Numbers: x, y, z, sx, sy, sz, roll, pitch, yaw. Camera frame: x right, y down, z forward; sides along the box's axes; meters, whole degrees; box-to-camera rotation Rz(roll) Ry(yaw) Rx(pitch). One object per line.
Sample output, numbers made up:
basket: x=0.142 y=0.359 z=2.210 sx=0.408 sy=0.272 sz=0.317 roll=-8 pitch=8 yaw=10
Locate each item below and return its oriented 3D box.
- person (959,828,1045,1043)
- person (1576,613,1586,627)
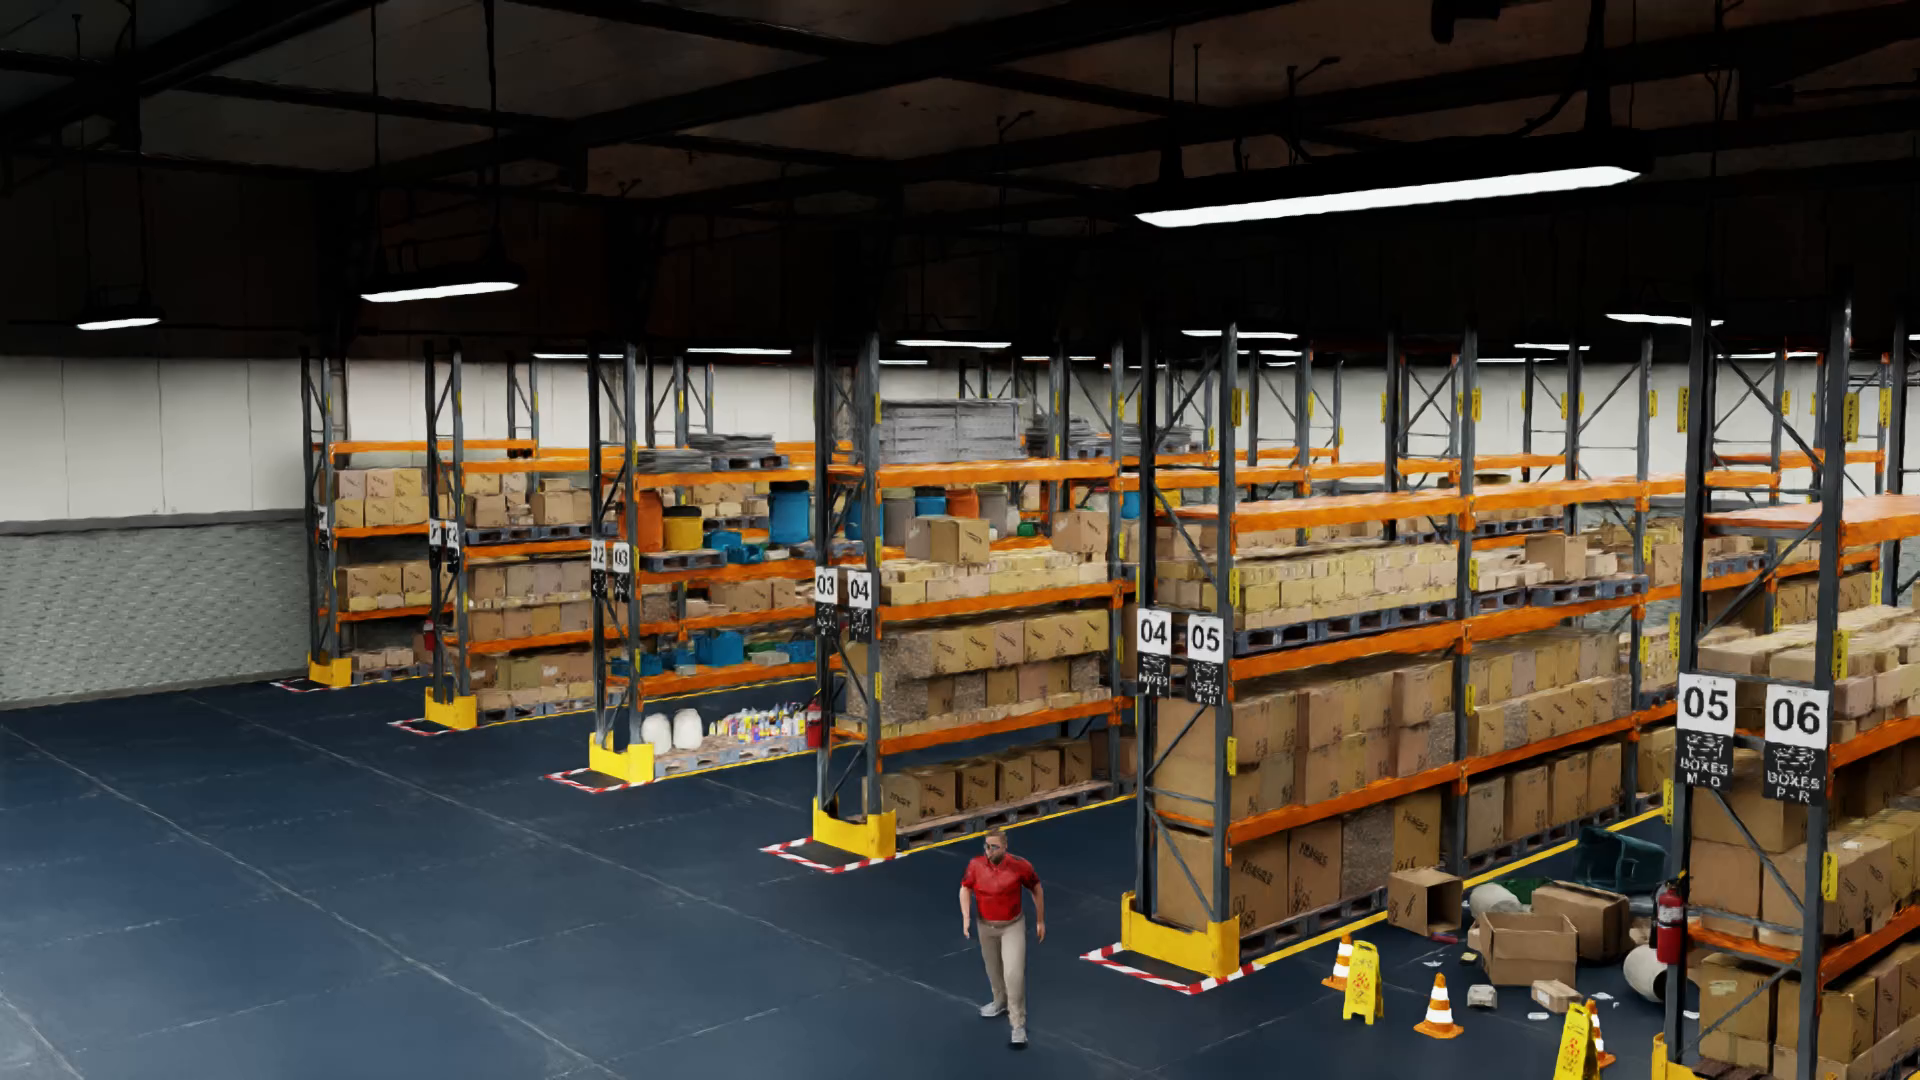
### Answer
person: x=0.353 y=3.141 z=13.510 sx=0.691 sy=1.666 sz=0.793 roll=2 pitch=6 yaw=26
person: x=12.473 y=1.355 z=34.025 sx=0.675 sy=1.656 sz=0.488 roll=0 pitch=5 yaw=1
